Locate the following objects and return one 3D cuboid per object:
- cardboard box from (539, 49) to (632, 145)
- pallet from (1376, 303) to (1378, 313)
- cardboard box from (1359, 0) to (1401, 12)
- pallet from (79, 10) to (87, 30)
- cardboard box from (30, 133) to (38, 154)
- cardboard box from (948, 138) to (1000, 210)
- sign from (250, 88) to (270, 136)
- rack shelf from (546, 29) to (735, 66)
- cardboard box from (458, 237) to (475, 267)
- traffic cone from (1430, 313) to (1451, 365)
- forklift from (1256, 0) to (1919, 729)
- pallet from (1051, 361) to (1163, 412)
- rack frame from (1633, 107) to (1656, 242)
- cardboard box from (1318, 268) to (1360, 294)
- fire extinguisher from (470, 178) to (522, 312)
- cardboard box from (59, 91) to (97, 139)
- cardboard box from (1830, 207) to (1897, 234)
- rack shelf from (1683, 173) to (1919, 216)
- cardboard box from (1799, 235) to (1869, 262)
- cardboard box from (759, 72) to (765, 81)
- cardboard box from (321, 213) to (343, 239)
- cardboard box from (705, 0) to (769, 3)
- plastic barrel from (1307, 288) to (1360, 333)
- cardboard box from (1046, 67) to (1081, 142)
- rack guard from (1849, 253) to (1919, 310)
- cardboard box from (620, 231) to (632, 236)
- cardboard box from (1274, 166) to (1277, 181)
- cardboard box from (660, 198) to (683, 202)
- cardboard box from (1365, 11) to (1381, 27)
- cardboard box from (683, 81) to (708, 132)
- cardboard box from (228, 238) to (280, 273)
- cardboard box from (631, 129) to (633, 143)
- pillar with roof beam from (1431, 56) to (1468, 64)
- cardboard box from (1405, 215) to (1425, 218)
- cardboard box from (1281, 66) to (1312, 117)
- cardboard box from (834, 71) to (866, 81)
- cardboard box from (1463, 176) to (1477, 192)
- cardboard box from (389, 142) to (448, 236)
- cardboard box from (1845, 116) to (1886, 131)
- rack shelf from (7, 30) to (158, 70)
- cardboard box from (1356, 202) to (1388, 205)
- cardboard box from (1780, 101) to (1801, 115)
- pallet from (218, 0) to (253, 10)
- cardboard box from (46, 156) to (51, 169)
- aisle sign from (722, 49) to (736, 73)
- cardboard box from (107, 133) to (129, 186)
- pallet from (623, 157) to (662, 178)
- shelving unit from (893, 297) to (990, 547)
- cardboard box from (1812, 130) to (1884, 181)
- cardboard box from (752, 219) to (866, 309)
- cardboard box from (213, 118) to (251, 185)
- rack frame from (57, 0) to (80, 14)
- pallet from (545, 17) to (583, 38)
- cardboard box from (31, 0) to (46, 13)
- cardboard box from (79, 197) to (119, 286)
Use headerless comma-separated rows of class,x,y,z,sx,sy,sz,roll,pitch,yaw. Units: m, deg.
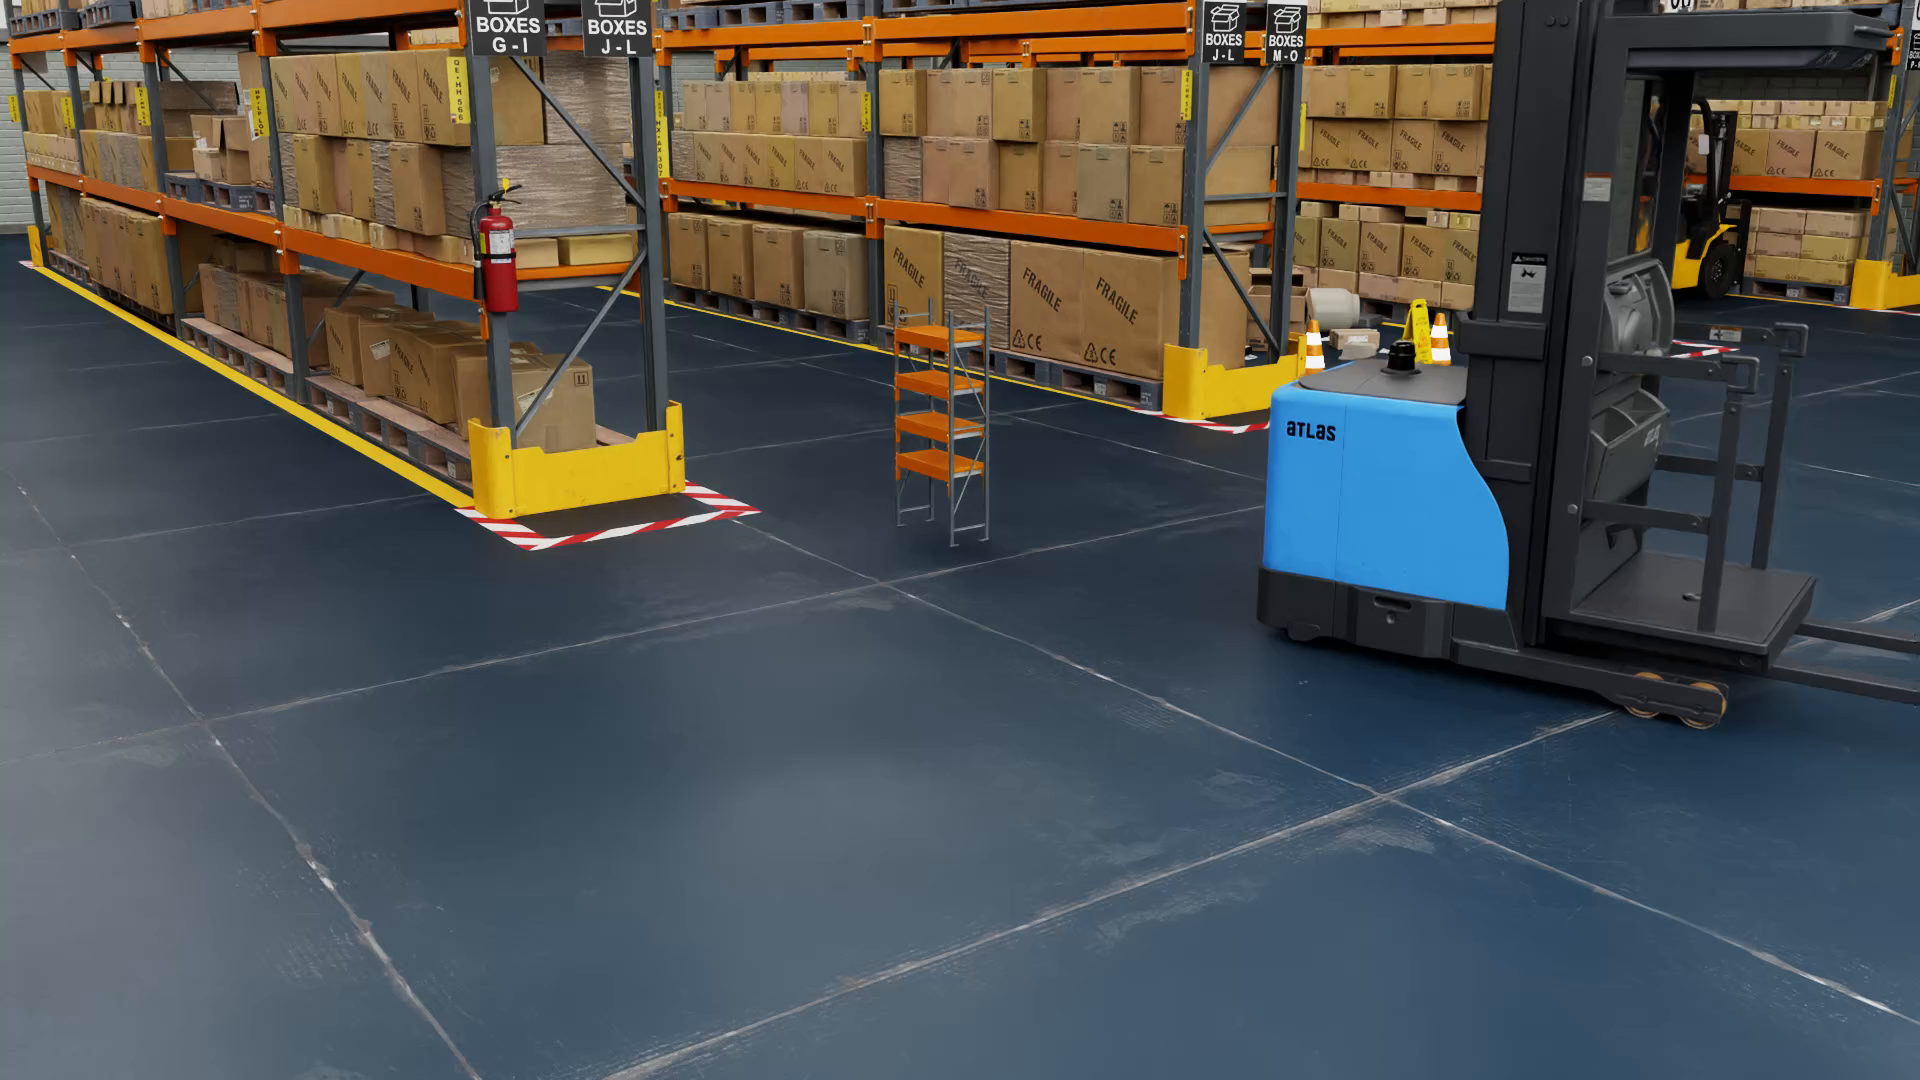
cardboard box,-2.197,-2.496,9.367,0.500,0.500,0.500,-11,19,-35
pallet,3.994,-2.572,17.573,1.003,0.211,1.213,-11,19,-35
cardboard box,4.202,-5.218,15.999,0.500,0.250,0.500,-11,19,-34
pallet,-8.570,-5.391,17.272,0.805,0.209,1.217,-12,19,-37
cardboard box,-11.127,-4.896,20.502,0.500,0.250,0.500,-11,19,-35
cardboard box,0.416,-3.013,13.617,0.875,0.550,0.550,-11,19,-35
sign,-4.893,-2.988,11.618,0.100,0.325,0.005,-11,19,-35
rack shelf,-3.902,-5.646,19.202,1.077,0.370,4.000,-11,19,-35
cardboard box,-2.575,-1.623,9.301,0.380,0.149,0.250,-11,19,-35
traffic cone,3.928,-1.624,13.632,0.336,0.463,0.334,-11,19,-35
forklift,2.762,-0.884,6.254,3.031,2.935,1.130,10,18,34
pallet,1.444,-1.224,12.649,1.003,0.211,1.213,-11,19,-35
rack frame,5.922,-3.201,14.588,1.000,3.000,0.127,-11,19,-35
cardboard box,4.022,-2.651,16.992,0.500,0.250,0.500,-10,18,-31
fire extinguisher,-2.399,-1.529,8.627,0.296,0.674,0.183,-11,19,-35
cardboard box,-9.636,-4.714,18.418,0.500,0.500,0.500,-10,18,-33
cardboard box,9.806,-3.462,18.063,0.500,0.250,0.500,-11,19,-35
rack shelf,8.759,-4.052,19.061,1.077,0.370,4.000,-11,19,-35
cardboard box,9.396,-3.145,17.850,0.500,0.250,0.500,-11,19,-35
cardboard box,-2.862,-7.122,25.604,0.380,0.149,0.250,-11,19,-34
cardboard box,-3.988,-2.087,10.993,0.380,0.149,0.250,-11,19,-35
cardboard box,-2.184,-5.448,16.418,0.500,0.250,0.500,-10,18,-33
plastic barrel,3.483,-2.164,15.681,0.512,0.421,0.421,1,15,4
cardboard box,1.173,-3.333,12.741,0.875,0.550,0.550,-11,19,-35
rack guard,9.949,-2.761,17.717,1.175,0.500,0.348,-11,19,-35
cardboard box,-3.627,-3.327,18.990,0.500,0.500,0.500,-10,18,-32
cardboard box,3.496,-3.816,17.314,0.380,0.149,0.250,-11,19,-35
cardboard box,-3.515,-3.878,19.583,0.500,0.250,0.500,-11,19,-34
cardboard box,4.162,-5.057,16.164,0.380,0.149,0.250,-12,19,-36
cardboard box,-2.470,-4.552,17.442,0.700,0.500,0.500,-11,19,-35
cardboard box,-6.059,-2.489,14.468,0.500,0.250,0.500,-8,17,-28
cardboard box,-3.385,-4.379,18.009,0.380,0.149,0.250,-10,18,-33
pillar with roof beam,3.245,-7.767,19.908,9.100,9.000,0.400,-11,19,-35
cardboard box,4.436,-3.100,17.212,0.500,0.500,0.500,-10,18,-34
cardboard box,3.654,-4.601,17.058,0.700,0.500,0.500,-11,19,-35
cardboard box,-1.572,-6.623,23.779,0.380,0.149,0.250,-11,19,-36
cardboard box,4.944,-3.348,15.601,0.380,0.149,0.250,-11,19,-34
cardboard box,-2.786,-2.064,9.682,0.875,0.500,0.500,-11,19,-35
cardboard box,9.505,-4.363,17.418,0.380,0.149,0.250,-11,19,-34
rack shelf,-10.325,-5.752,19.589,1.077,0.370,4.000,-11,19,-35
cardboard box,5.978,-4.464,22.905,0.875,0.625,0.625,-10,18,-33
cardboard box,9.122,-4.684,18.027,0.380,0.149,0.250,-11,19,-34
pallet,-4.722,-4.021,12.259,1.213,0.211,1.003,-11,19,-35
cardboard box,-10.654,-4.502,19.820,0.380,0.149,0.250,-11,19,-36
aisle sign,-3.762,-7.841,26.619,0.394,0.787,0.004,-11,19,-35
cardboard box,-8.183,-3.812,16.633,0.500,0.500,0.500,-10,18,-33
pallet,-3.231,-4.162,18.464,1.213,0.211,1.003,-11,19,-35
shelving unit,-0.097,-0.614,8.547,0.258,1.200,0.503,-11,19,-35
cardboard box,9.433,-4.084,17.627,0.500,0.500,0.500,-11,19,-36
cardboard box,-1.376,-2.707,16.252,1.050,0.750,0.750,-11,19,-35
cardboard box,-5.540,-3.125,13.319,0.797,0.503,0.637,-9,18,-29
rack frame,-9.149,-7.118,17.538,1.000,3.000,0.127,-11,19,-35
pallet,-4.189,-5.960,19.343,1.213,0.211,1.003,-11,19,-35
cardboard box,-10.576,-6.480,19.714,0.700,0.500,0.500,-12,20,-38
cardboard box,-8.757,-3.269,18.067,1.225,0.875,0.875,-11,19,-34
